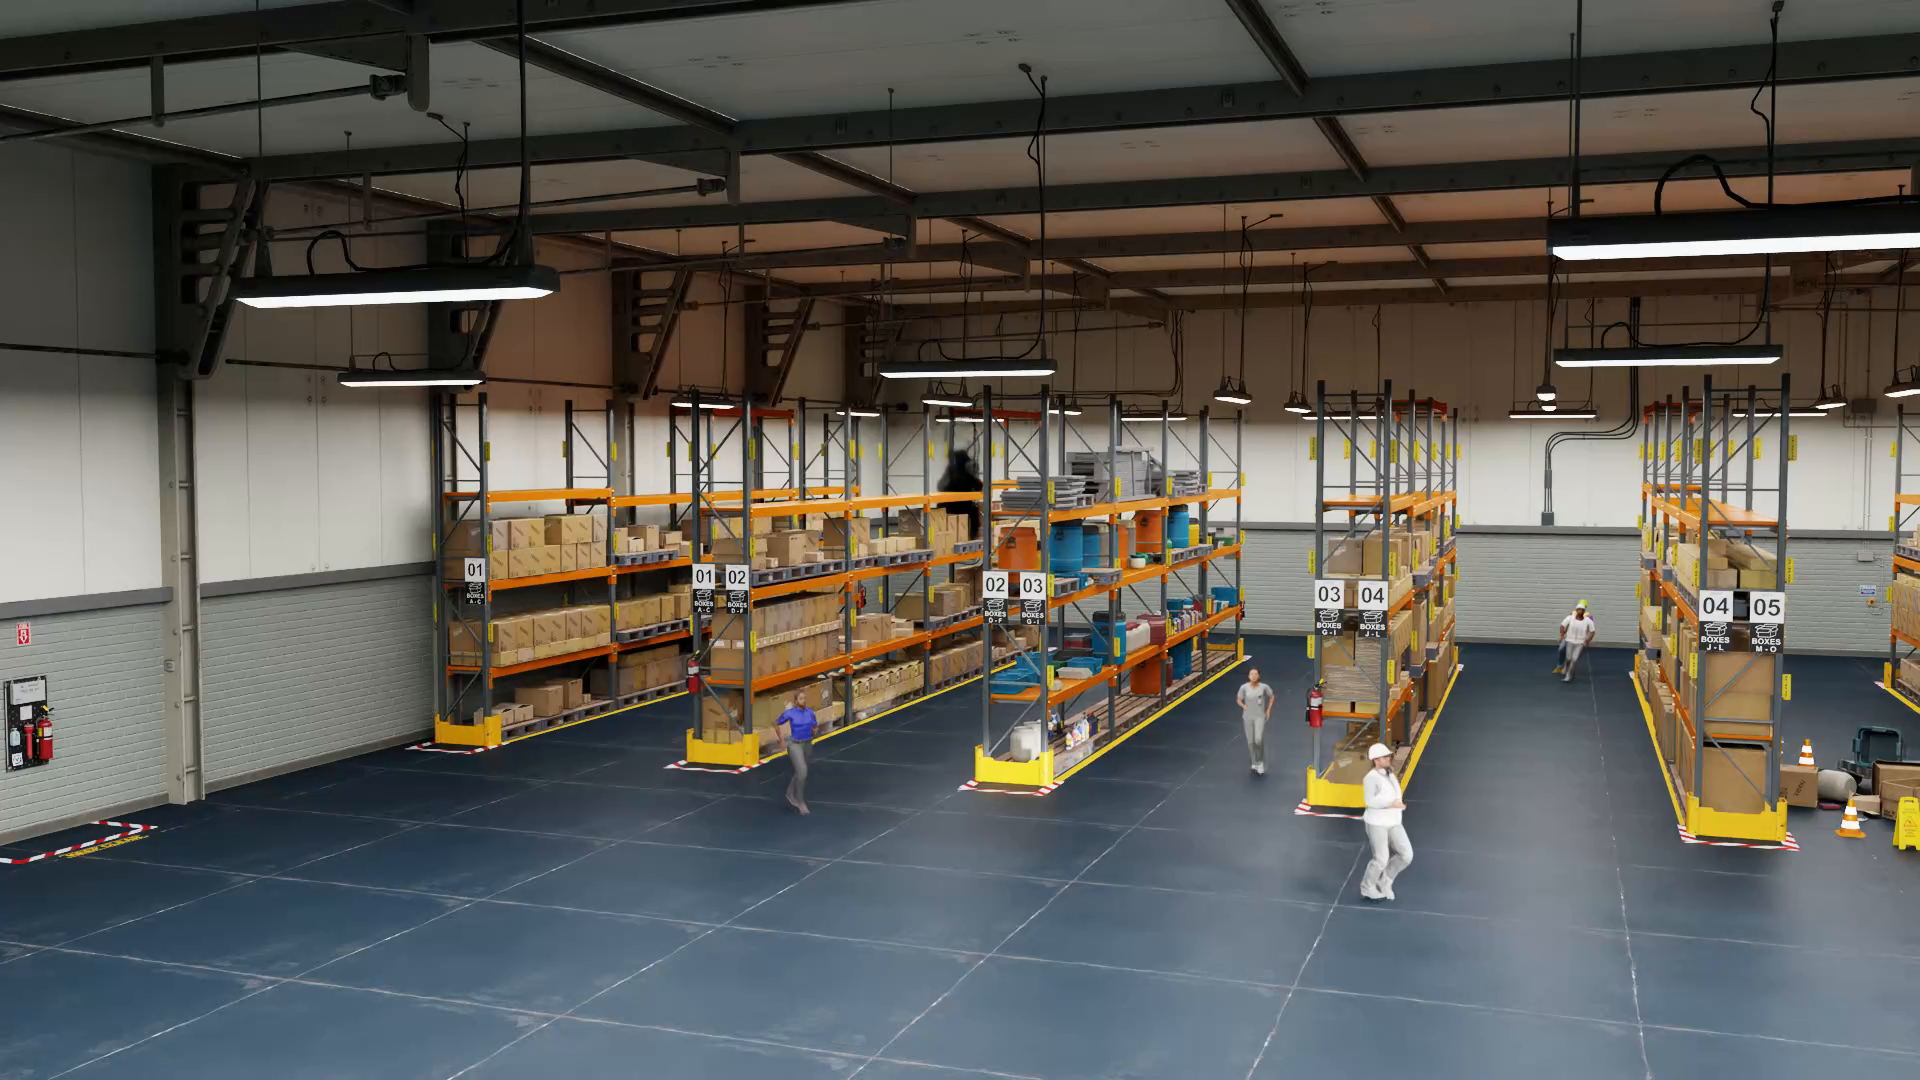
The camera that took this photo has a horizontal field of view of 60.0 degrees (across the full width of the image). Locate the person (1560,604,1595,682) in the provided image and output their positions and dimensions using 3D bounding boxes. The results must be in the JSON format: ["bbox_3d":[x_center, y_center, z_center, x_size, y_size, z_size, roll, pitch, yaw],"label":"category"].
[{"bbox_3d":[13.419,2.235,36.159,0.721,1.690,0.546,1,3,22],"label":"person"}]

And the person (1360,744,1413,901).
[{"bbox_3d":[4.739,3.144,18.418,0.642,1.767,0.647,-3,4,-40],"label":"person"}]

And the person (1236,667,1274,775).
[{"bbox_3d":[4.572,2.800,25.836,0.557,1.664,0.672,1,3,18],"label":"person"}]

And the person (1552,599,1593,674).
[{"bbox_3d":[13.728,2.177,37.201,0.572,1.723,0.800,-2,4,-33],"label":"person"}]

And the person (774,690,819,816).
[{"bbox_3d":[-2.232,2.945,23.130,0.552,1.715,0.751,-3,4,-42],"label":"person"}]
